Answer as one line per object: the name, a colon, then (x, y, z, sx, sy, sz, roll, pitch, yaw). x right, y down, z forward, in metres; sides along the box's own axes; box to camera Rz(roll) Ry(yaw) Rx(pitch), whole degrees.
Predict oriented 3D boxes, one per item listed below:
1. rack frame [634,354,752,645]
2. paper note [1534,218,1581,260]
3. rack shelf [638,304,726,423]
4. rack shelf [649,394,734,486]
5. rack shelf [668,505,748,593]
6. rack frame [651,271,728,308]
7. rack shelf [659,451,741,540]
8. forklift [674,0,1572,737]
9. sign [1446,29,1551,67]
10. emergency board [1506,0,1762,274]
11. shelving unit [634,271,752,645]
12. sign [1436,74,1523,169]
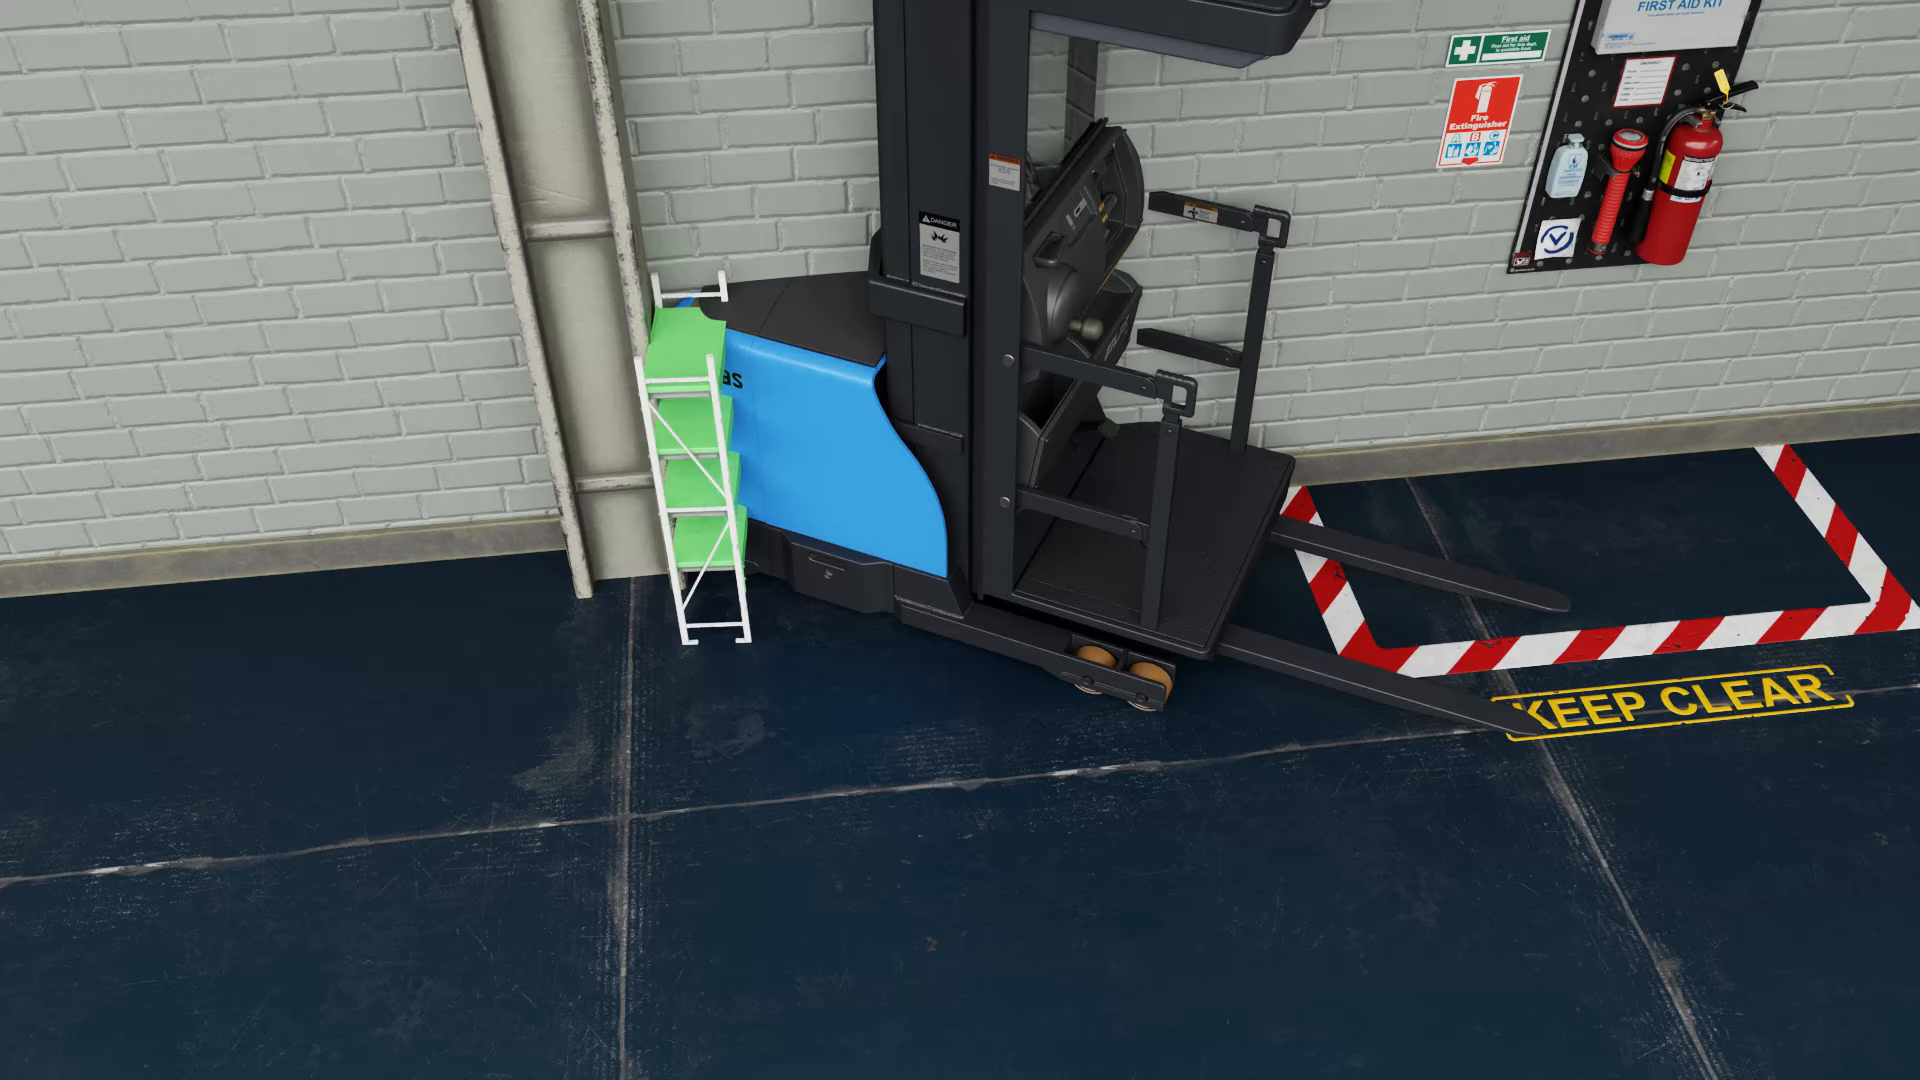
rack frame: (-0.862, -0.099, 5.449, 0.240, 1.200, 0.015, -2, 40, -1)
paper note: (2.100, -1.057, 5.840, 0.142, 0.148, 0.016, -5, 42, -6)
rack shelf: (-0.877, -0.574, 5.366, 0.258, 0.148, 0.480, -2, 40, -1)
rack shelf: (-0.873, -0.391, 5.521, 0.258, 0.148, 0.480, -2, 40, -1)
rack shelf: (-0.866, -0.025, 5.832, 0.258, 0.148, 0.480, -2, 40, -1)
rack frame: (-0.880, -0.414, 5.821, 0.240, 1.200, 0.015, -2, 40, -1)
rack shelf: (-0.870, -0.208, 5.676, 0.258, 0.148, 0.480, -2, 40, -1)
forklift: (0.573, -0.920, 5.081, 3.031, 2.935, 1.130, 16, 45, 17)
sign: (1.728, -1.579, 5.339, 0.331, 0.109, 0.001, -5, 42, -6)
emergency board: (2.284, -1.354, 5.511, 0.643, 1.169, 0.194, -5, 42, -6)
shelving unit: (-0.871, -0.257, 5.635, 0.258, 1.200, 0.503, -2, 40, -1)
sign: (1.722, -1.388, 5.522, 0.234, 0.329, 0.001, -5, 42, -6)
